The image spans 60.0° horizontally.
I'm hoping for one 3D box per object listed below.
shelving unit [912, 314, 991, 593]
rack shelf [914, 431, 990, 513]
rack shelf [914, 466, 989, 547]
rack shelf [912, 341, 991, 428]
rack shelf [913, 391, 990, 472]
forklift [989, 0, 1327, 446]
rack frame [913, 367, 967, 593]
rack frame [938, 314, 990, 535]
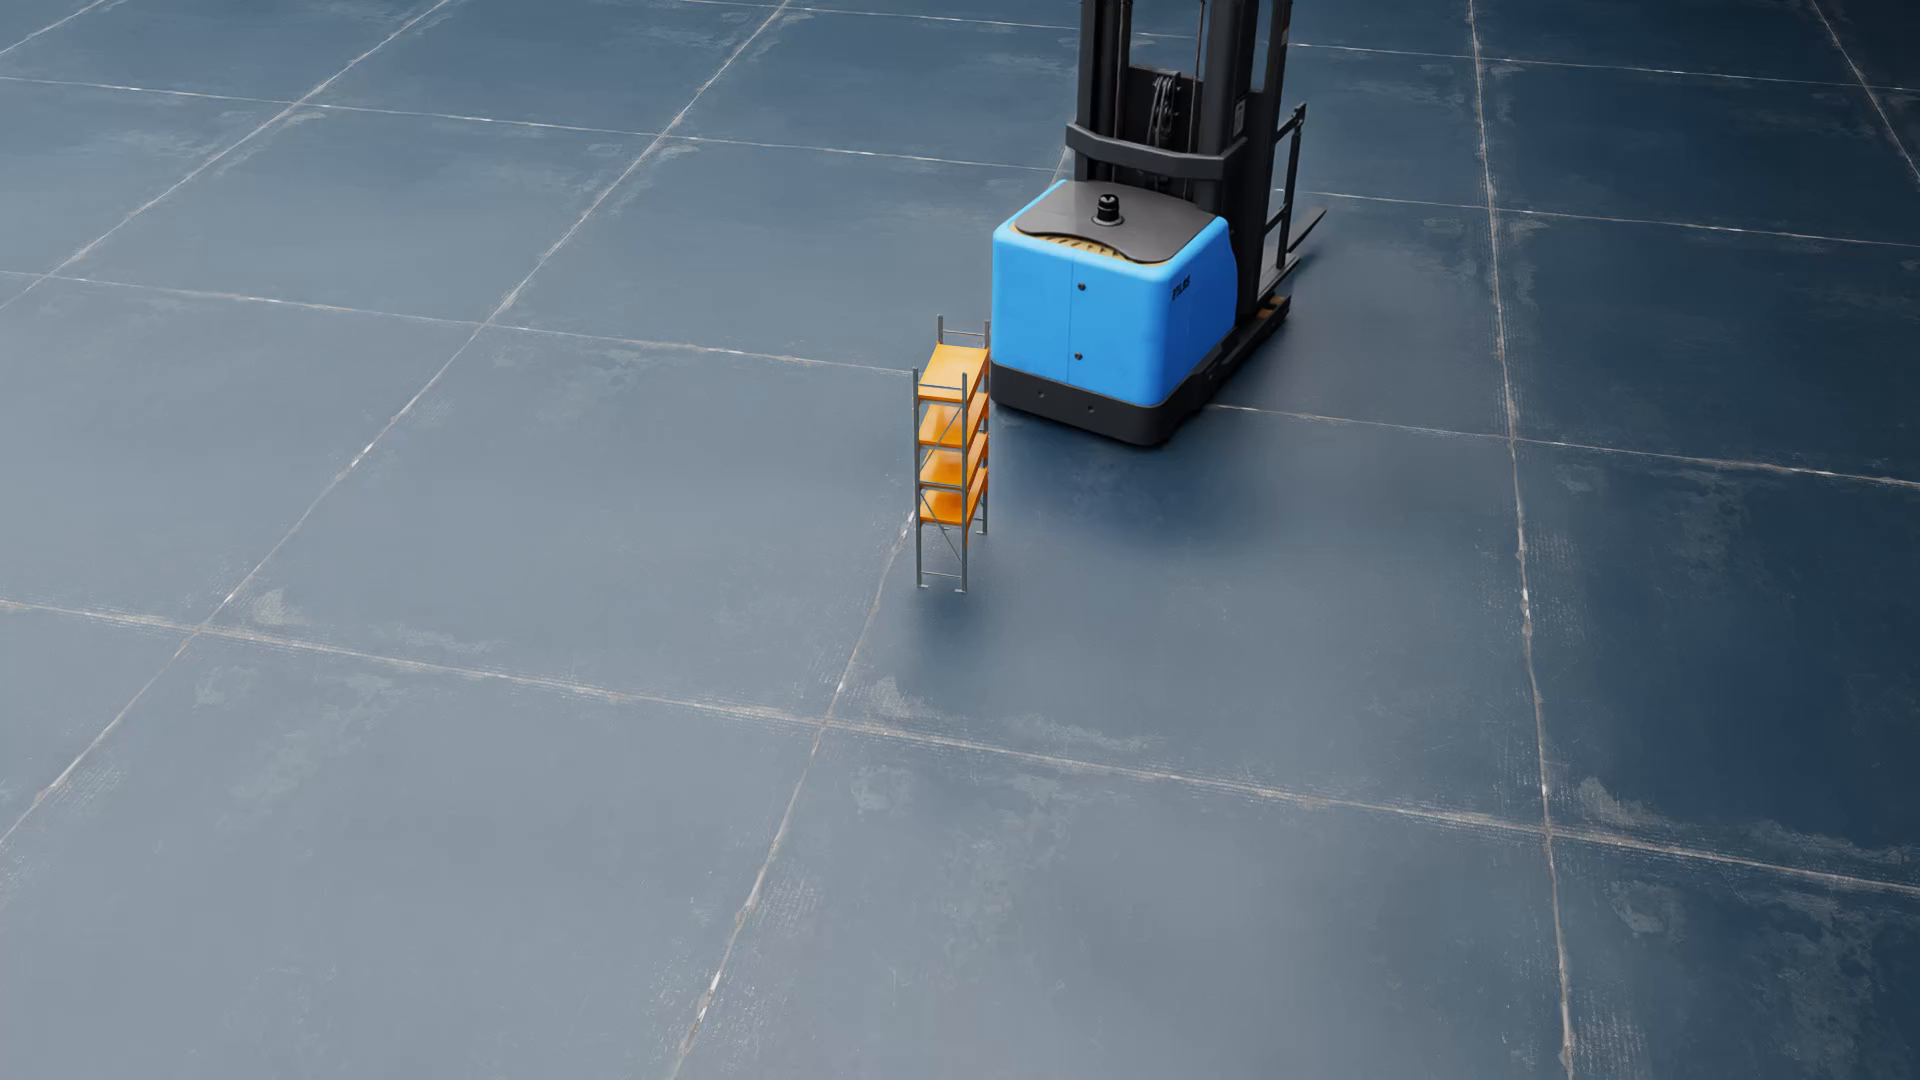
[{"bbox_3d":[-0.035,-0.391,7.767,0.258,1.200,0.503,7,37,10],"label":"shelving unit"},{"bbox_3d":[-0.035,-0.336,7.806,0.258,0.148,0.480,7,37,10],"label":"rack shelf"},{"bbox_3d":[-0.035,-0.176,7.923,0.258,0.148,0.480,7,37,10],"label":"rack shelf"},{"bbox_3d":[-0.035,-0.709,7.536,0.258,0.148,0.480,7,37,10],"label":"rack shelf"},{"bbox_3d":[-0.035,-0.518,7.675,0.258,0.148,0.480,7,37,10],"label":"rack shelf"},{"bbox_3d":[1.341,-2.526,9.238,1.130,2.935,3.031,19,40,24],"label":"forklift"},{"bbox_3d":[-0.087,-0.251,7.574,0.240,1.200,0.015,7,37,10],"label":"rack frame"},{"bbox_3d":[0.017,-0.531,7.960,0.240,1.200,0.015,7,37,10],"label":"rack frame"}]
